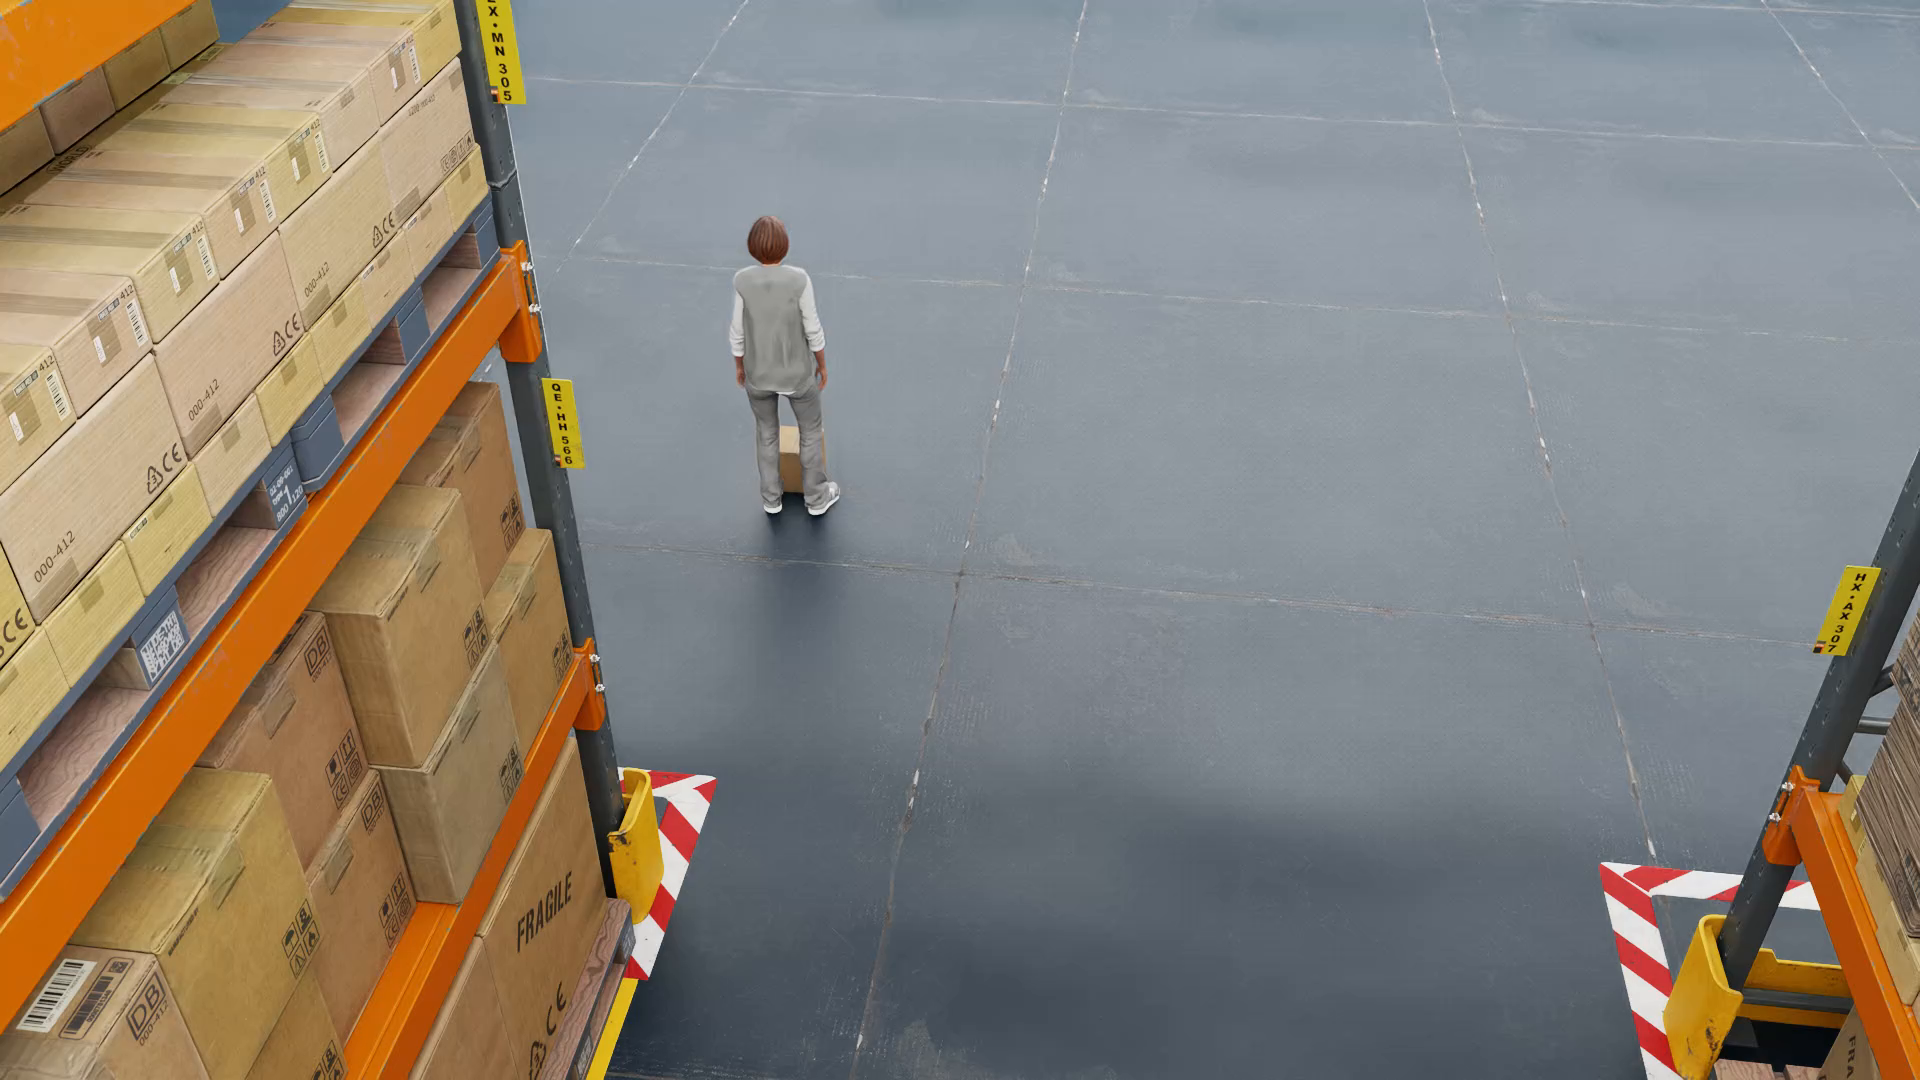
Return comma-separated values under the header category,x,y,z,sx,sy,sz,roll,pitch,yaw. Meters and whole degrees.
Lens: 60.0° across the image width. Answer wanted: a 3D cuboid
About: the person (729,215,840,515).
category,x,y,z,sx,sy,sz,roll,pitch,yaw
person,-0.873,-0.819,8.148,0.478,1.591,0.345,2,37,3
